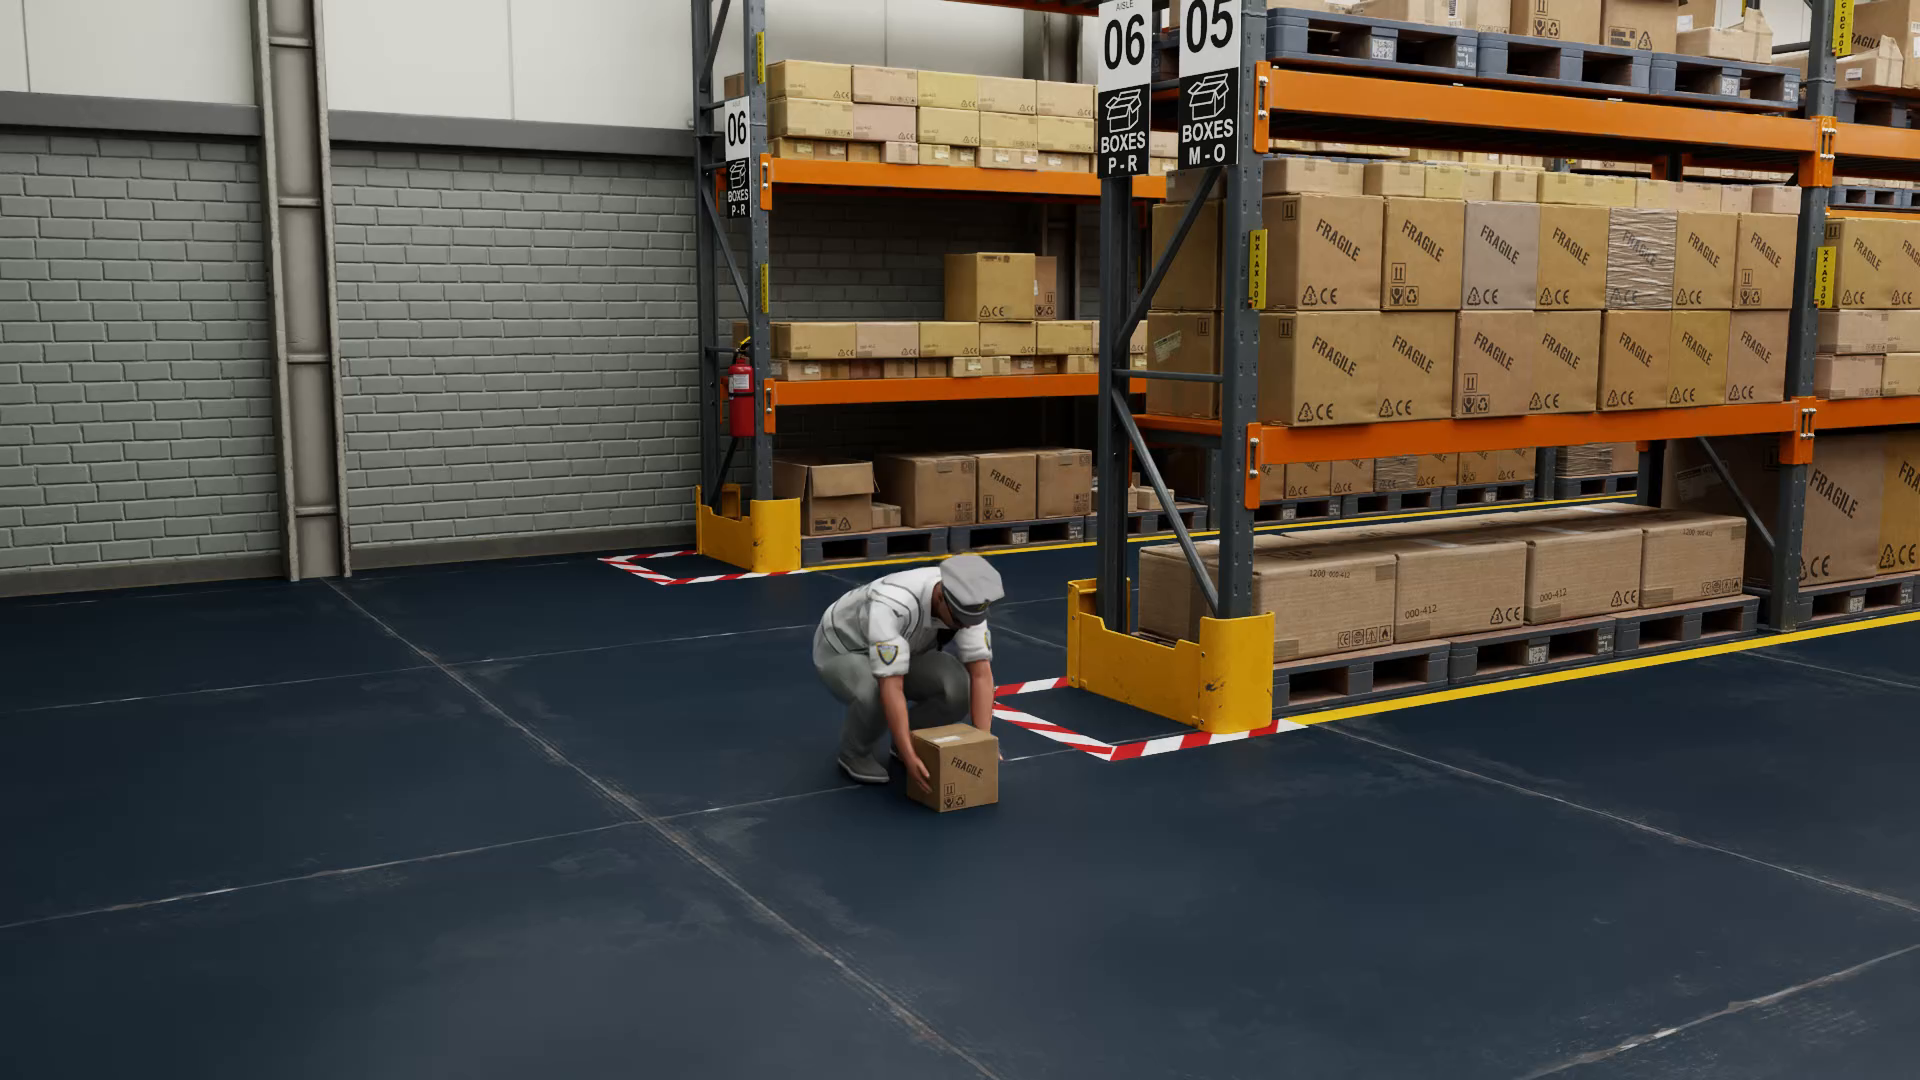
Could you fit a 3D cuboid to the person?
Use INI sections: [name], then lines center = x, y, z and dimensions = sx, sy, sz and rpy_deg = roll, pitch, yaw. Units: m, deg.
[person]
center = -0.193, 0.478, 6.433
dimensions = 0.554, 0.918, 0.955
rpy_deg = -5, 9, -31
